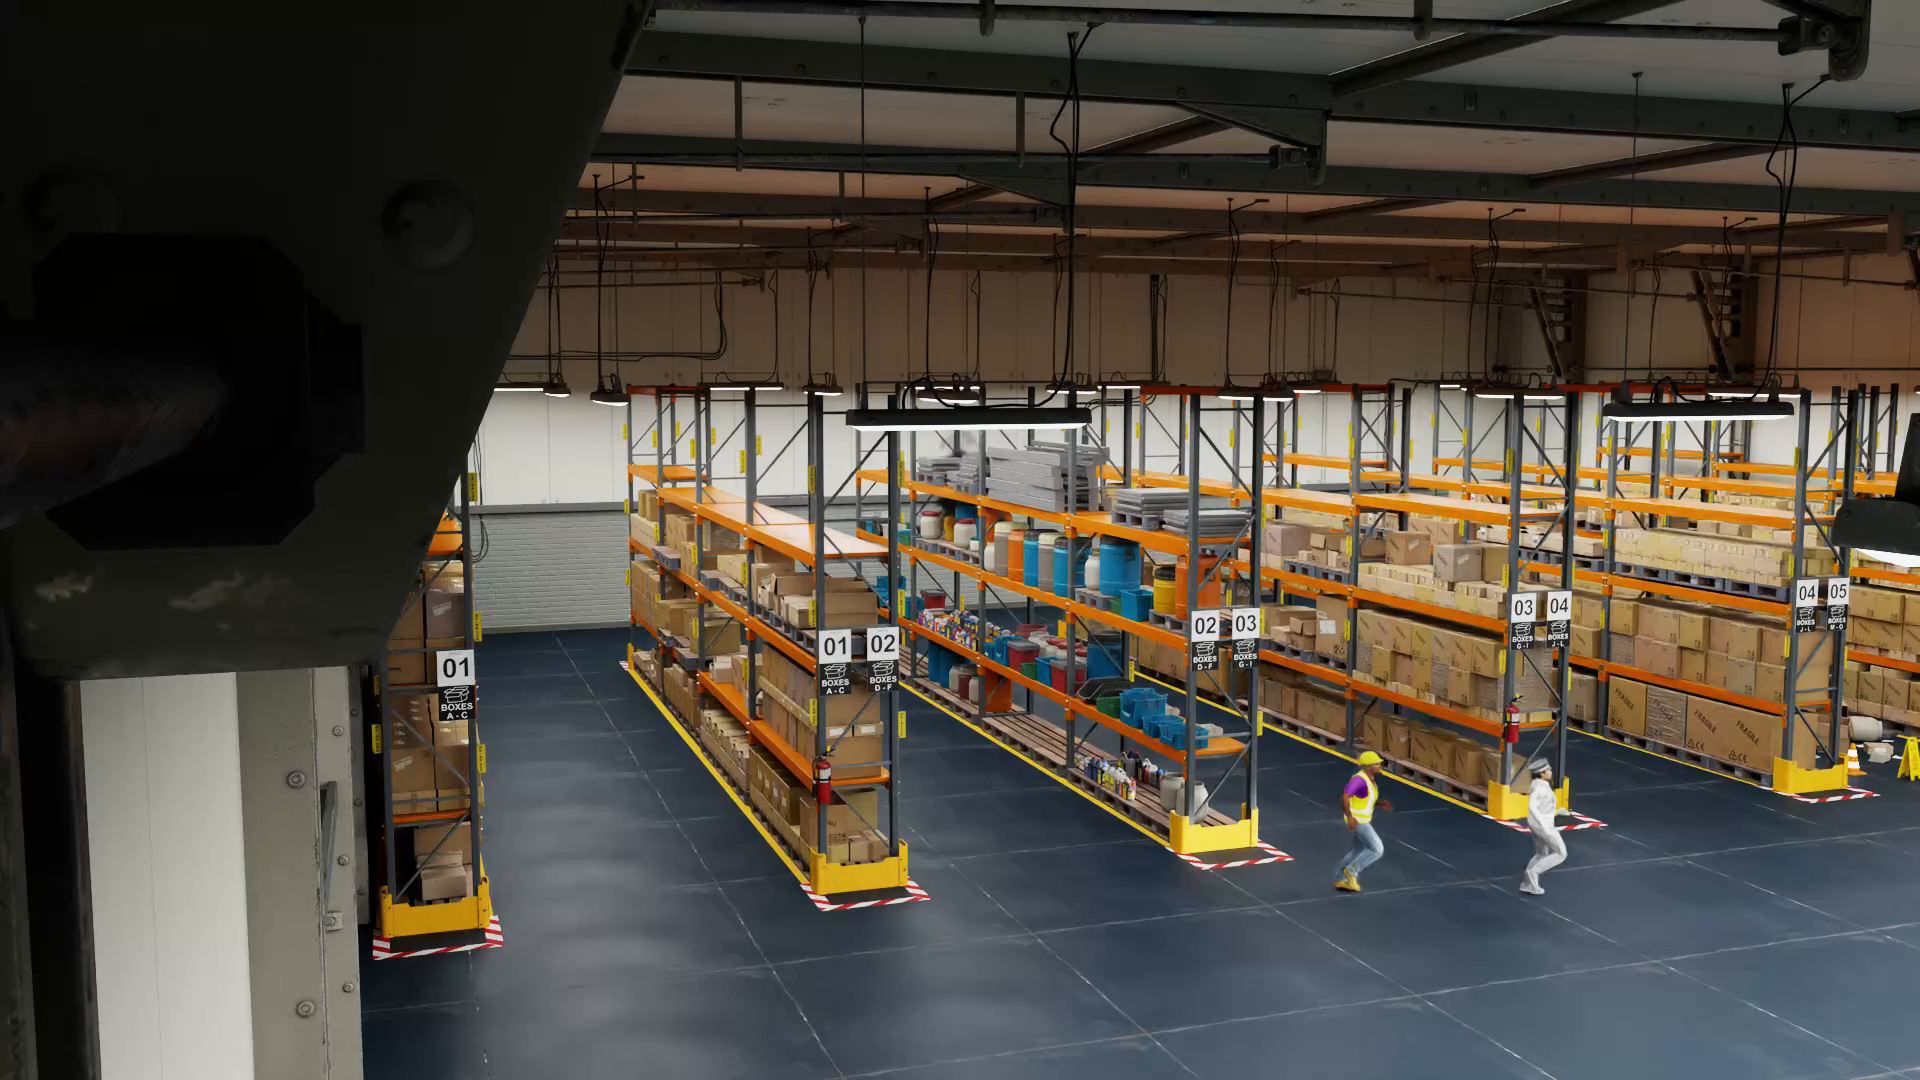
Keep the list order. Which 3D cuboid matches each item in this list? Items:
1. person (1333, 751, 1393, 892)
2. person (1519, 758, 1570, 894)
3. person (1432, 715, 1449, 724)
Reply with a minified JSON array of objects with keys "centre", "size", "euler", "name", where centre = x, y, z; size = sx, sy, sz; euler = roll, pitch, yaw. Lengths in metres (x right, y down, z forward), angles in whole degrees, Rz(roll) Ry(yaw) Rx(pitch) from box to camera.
[{"centre":[4.892,3.402,20.176],"size":[0.683,1.711,0.723],"euler":[2,6,18],"name":"person"},{"centre":[7.049,3.439,19.986],"size":[0.558,1.657,0.599],"euler":[1,6,5],"name":"person"},{"centre":[8.645,2.423,29.847],"size":[0.527,1.712,0.816],"euler":[-3,7,-28],"name":"person"}]
